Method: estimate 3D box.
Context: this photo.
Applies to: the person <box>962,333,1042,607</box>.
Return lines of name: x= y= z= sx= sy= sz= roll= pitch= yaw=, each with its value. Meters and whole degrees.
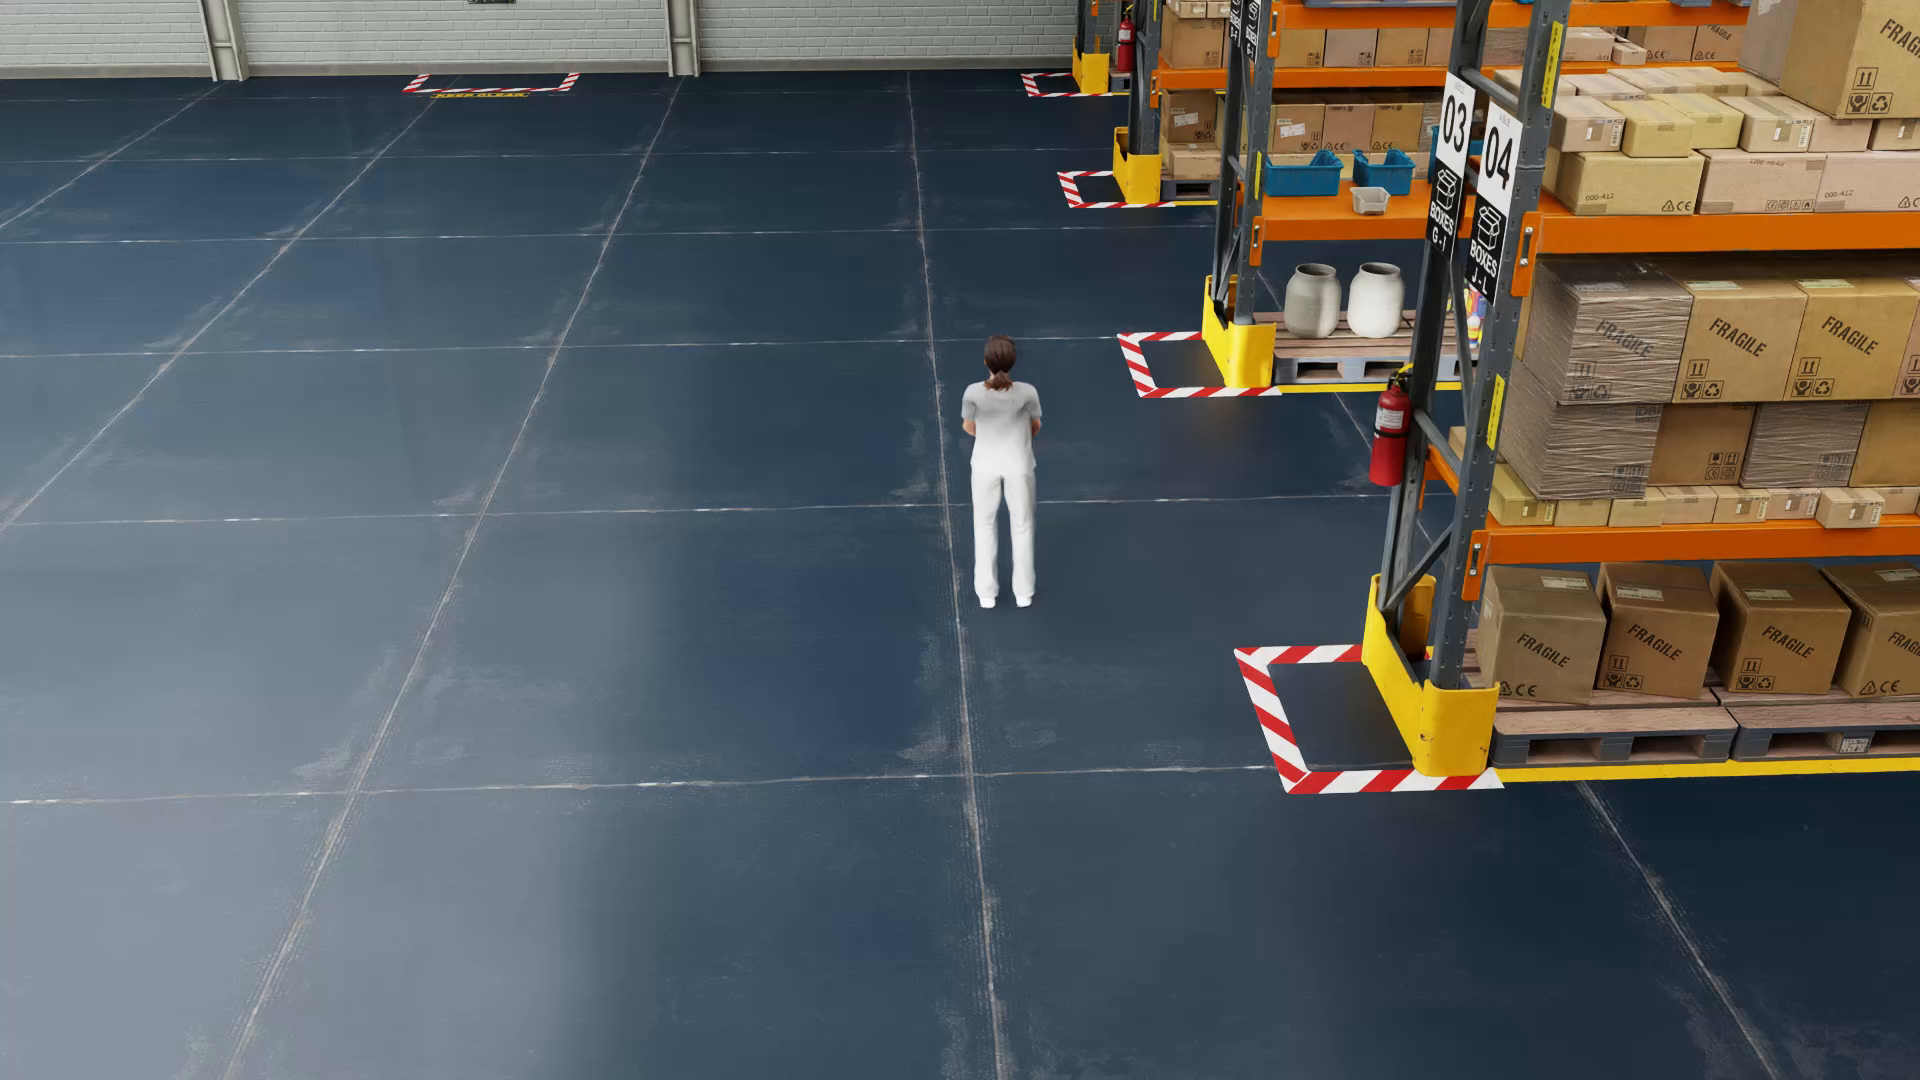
person: x=0.239 y=-0.418 z=9.419 sx=0.445 sy=1.673 sz=0.544 roll=3 pitch=28 yaw=5
